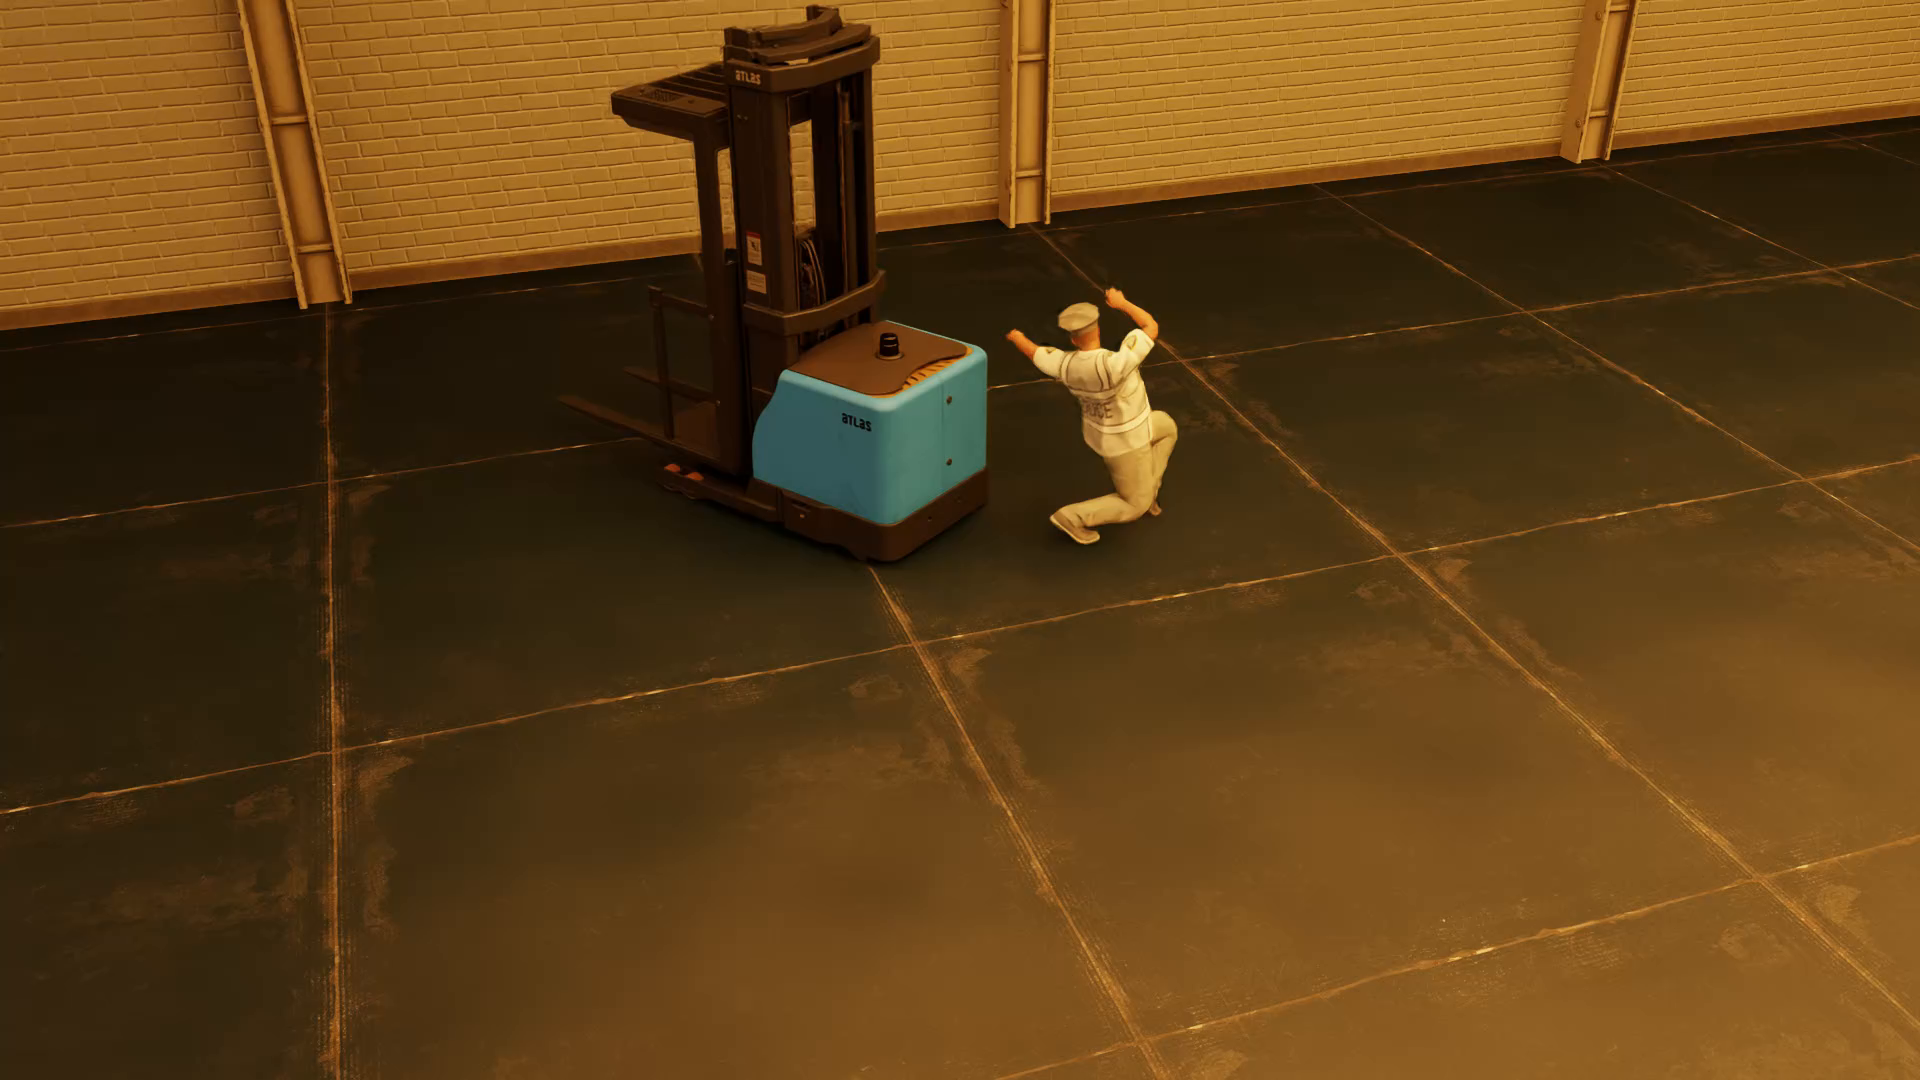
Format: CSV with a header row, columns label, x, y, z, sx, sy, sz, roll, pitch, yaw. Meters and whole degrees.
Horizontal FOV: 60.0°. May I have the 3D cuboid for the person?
label,x,y,z,sx,sy,sz,roll,pitch,yaw
person,0.843,-0.821,9.998,0.880,1.535,1.078,-13,32,-21

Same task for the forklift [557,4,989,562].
label,x,y,z,sx,sy,sz,roll,pitch,yaw
forklift,-1.311,-1.719,10.074,3.031,2.935,1.130,20,36,31
